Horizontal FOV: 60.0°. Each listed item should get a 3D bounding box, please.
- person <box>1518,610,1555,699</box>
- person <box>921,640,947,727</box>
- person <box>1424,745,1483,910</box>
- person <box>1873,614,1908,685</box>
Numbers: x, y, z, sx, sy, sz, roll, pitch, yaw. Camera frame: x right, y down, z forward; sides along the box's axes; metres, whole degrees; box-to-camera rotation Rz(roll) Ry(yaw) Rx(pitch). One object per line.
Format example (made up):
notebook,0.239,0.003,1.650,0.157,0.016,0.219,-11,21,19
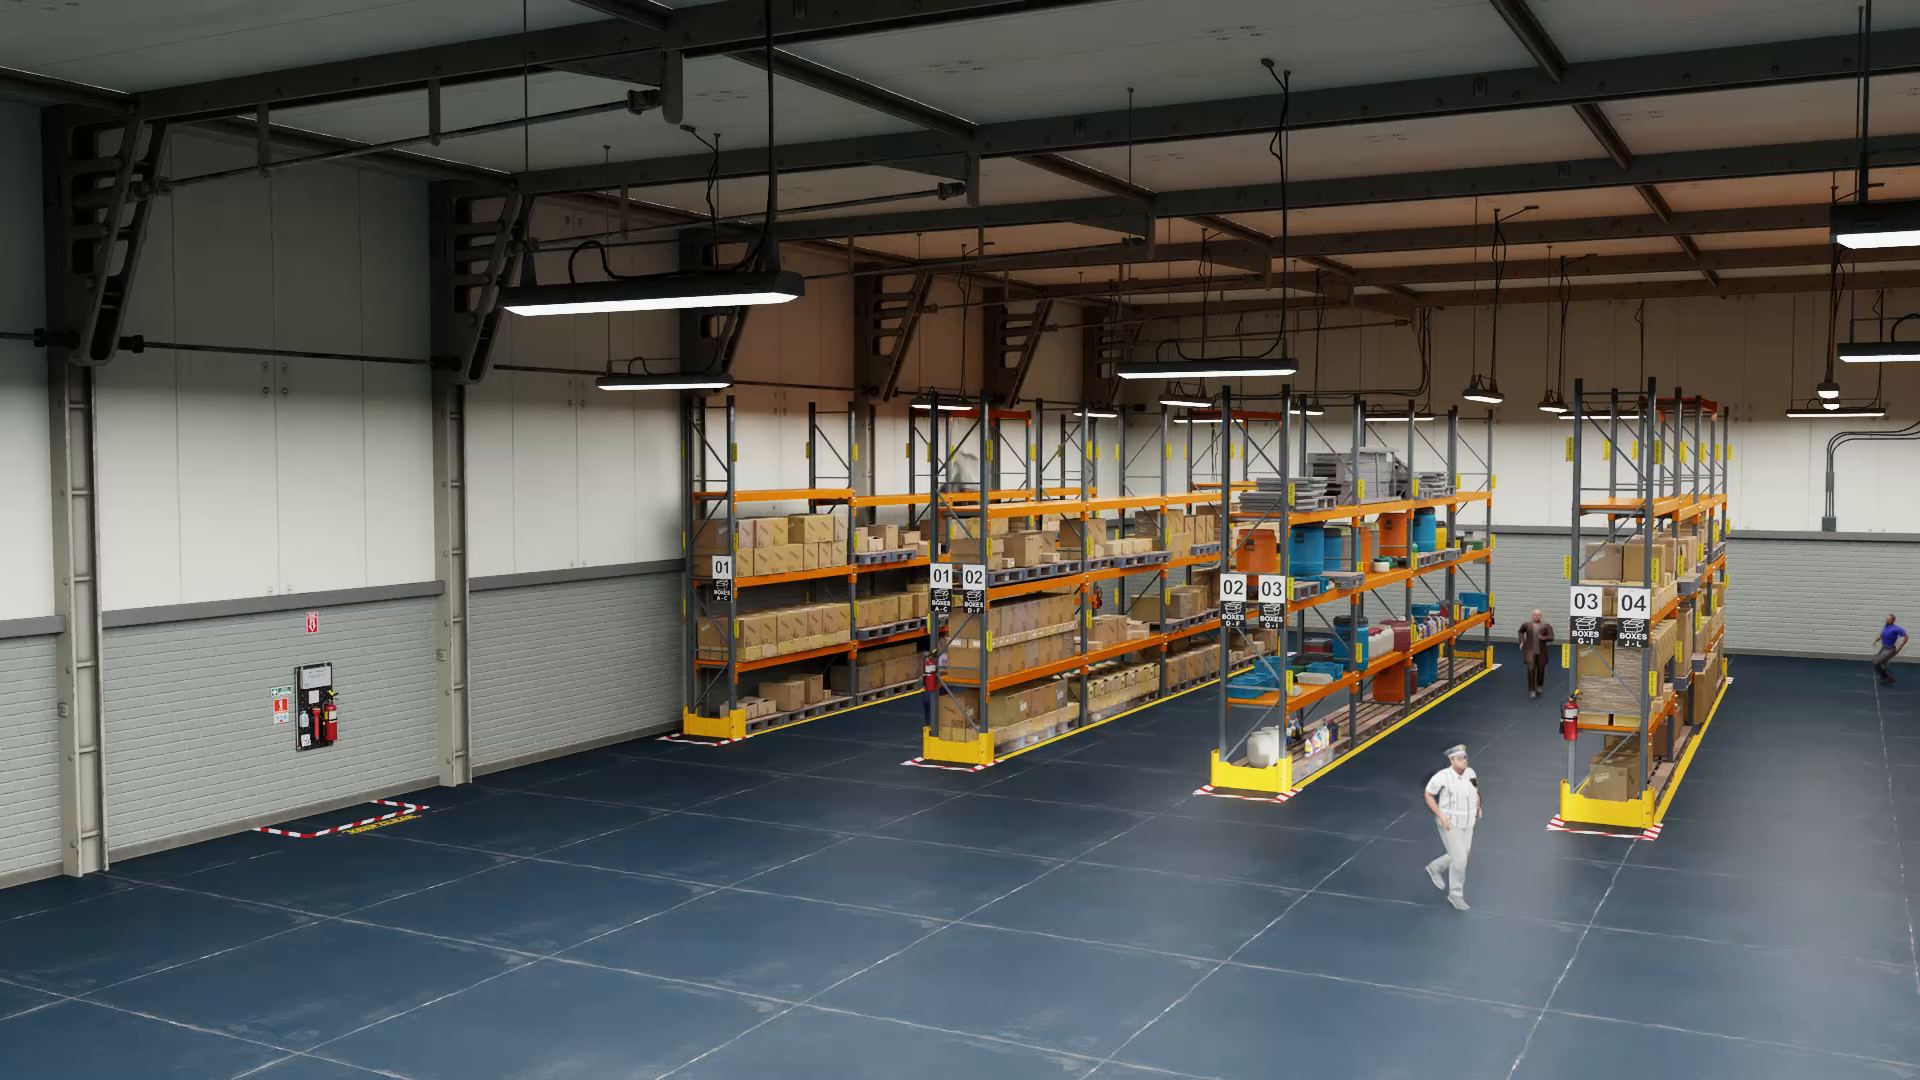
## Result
person,11.751,2.299,33.923,0.701,1.764,1.064,1,3,18
person,-0.448,2.619,29.910,0.575,1.683,0.711,1,3,10
person,5.471,3.161,18.518,0.665,1.829,0.755,-1,3,-26
person,19.854,2.361,35.567,0.620,1.556,0.736,0,3,-2
